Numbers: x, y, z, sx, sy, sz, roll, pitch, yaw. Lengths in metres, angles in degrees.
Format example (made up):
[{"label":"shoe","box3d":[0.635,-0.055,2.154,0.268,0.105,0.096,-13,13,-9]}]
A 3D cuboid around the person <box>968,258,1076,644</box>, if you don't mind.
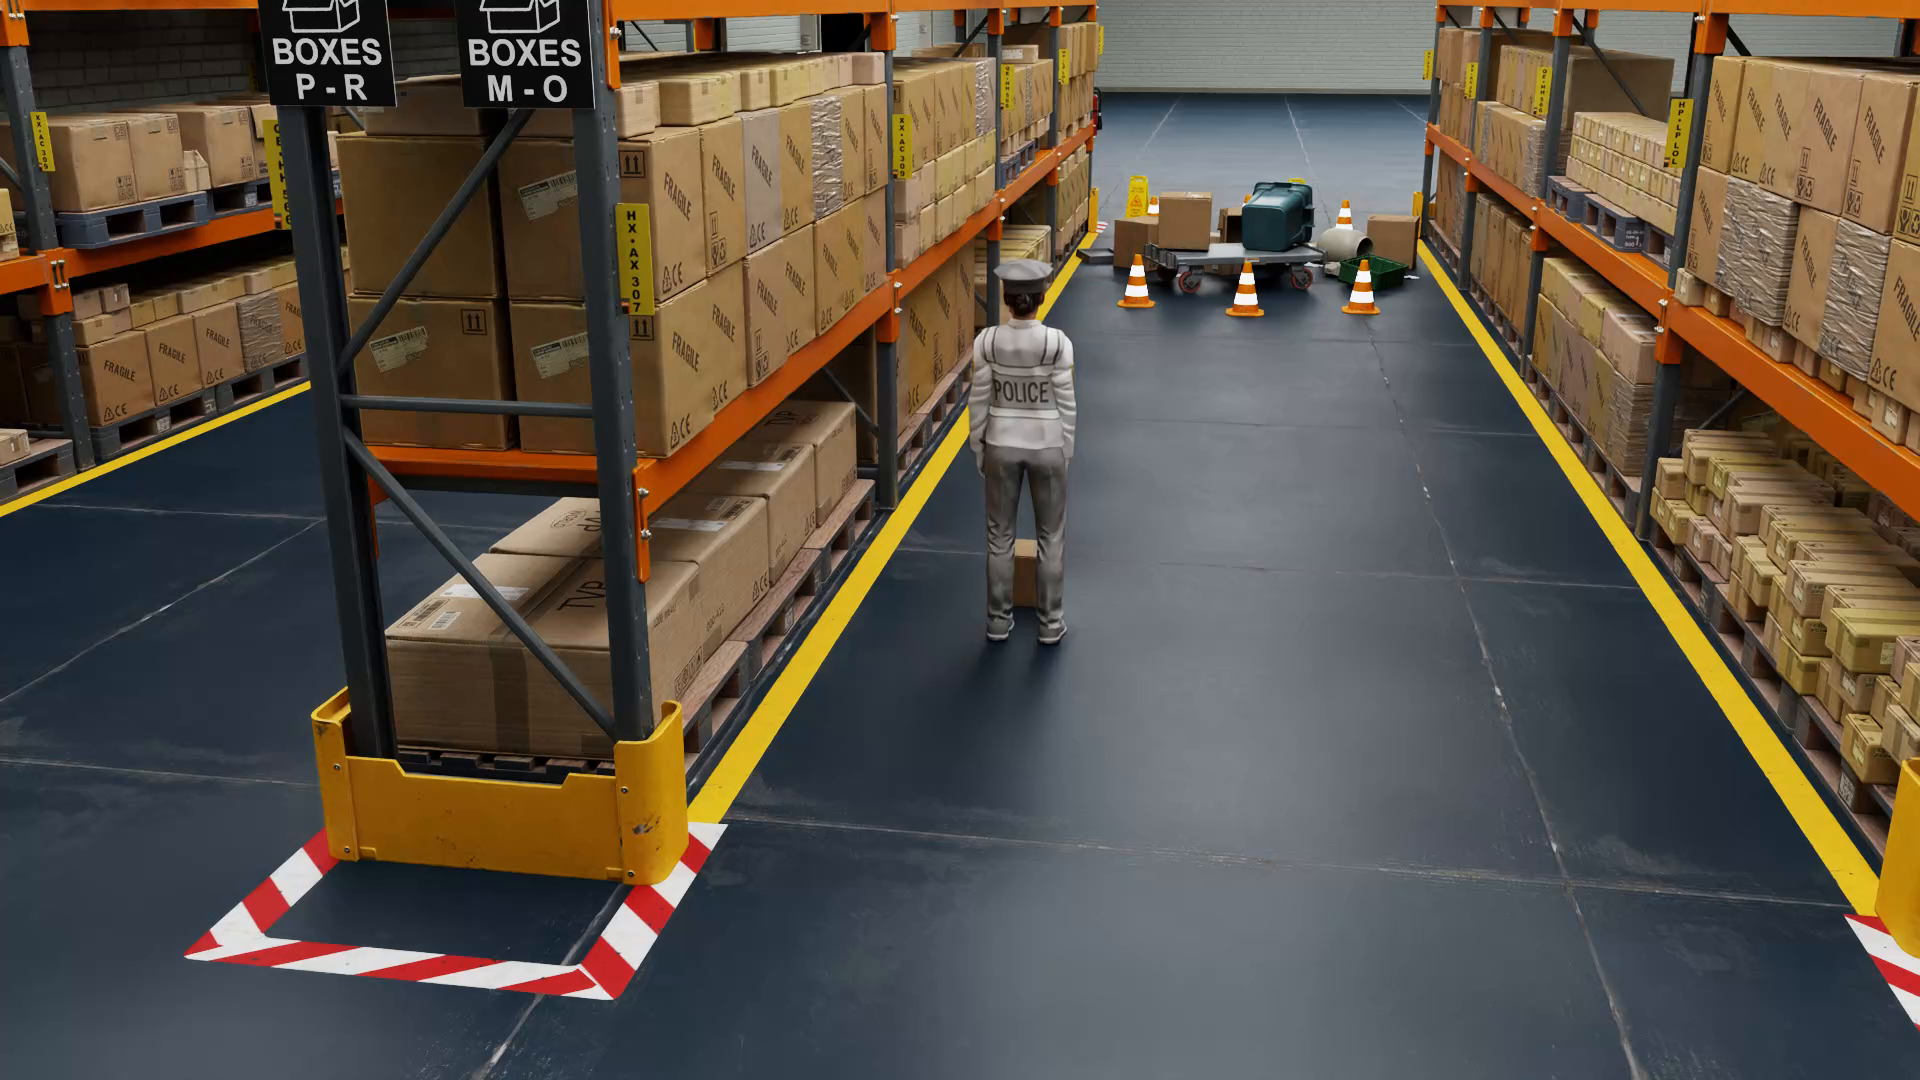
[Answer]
[{"label":"person","box3d":[0.271,-0.369,7.197,0.467,1.663,0.329,3,18,10]}]
